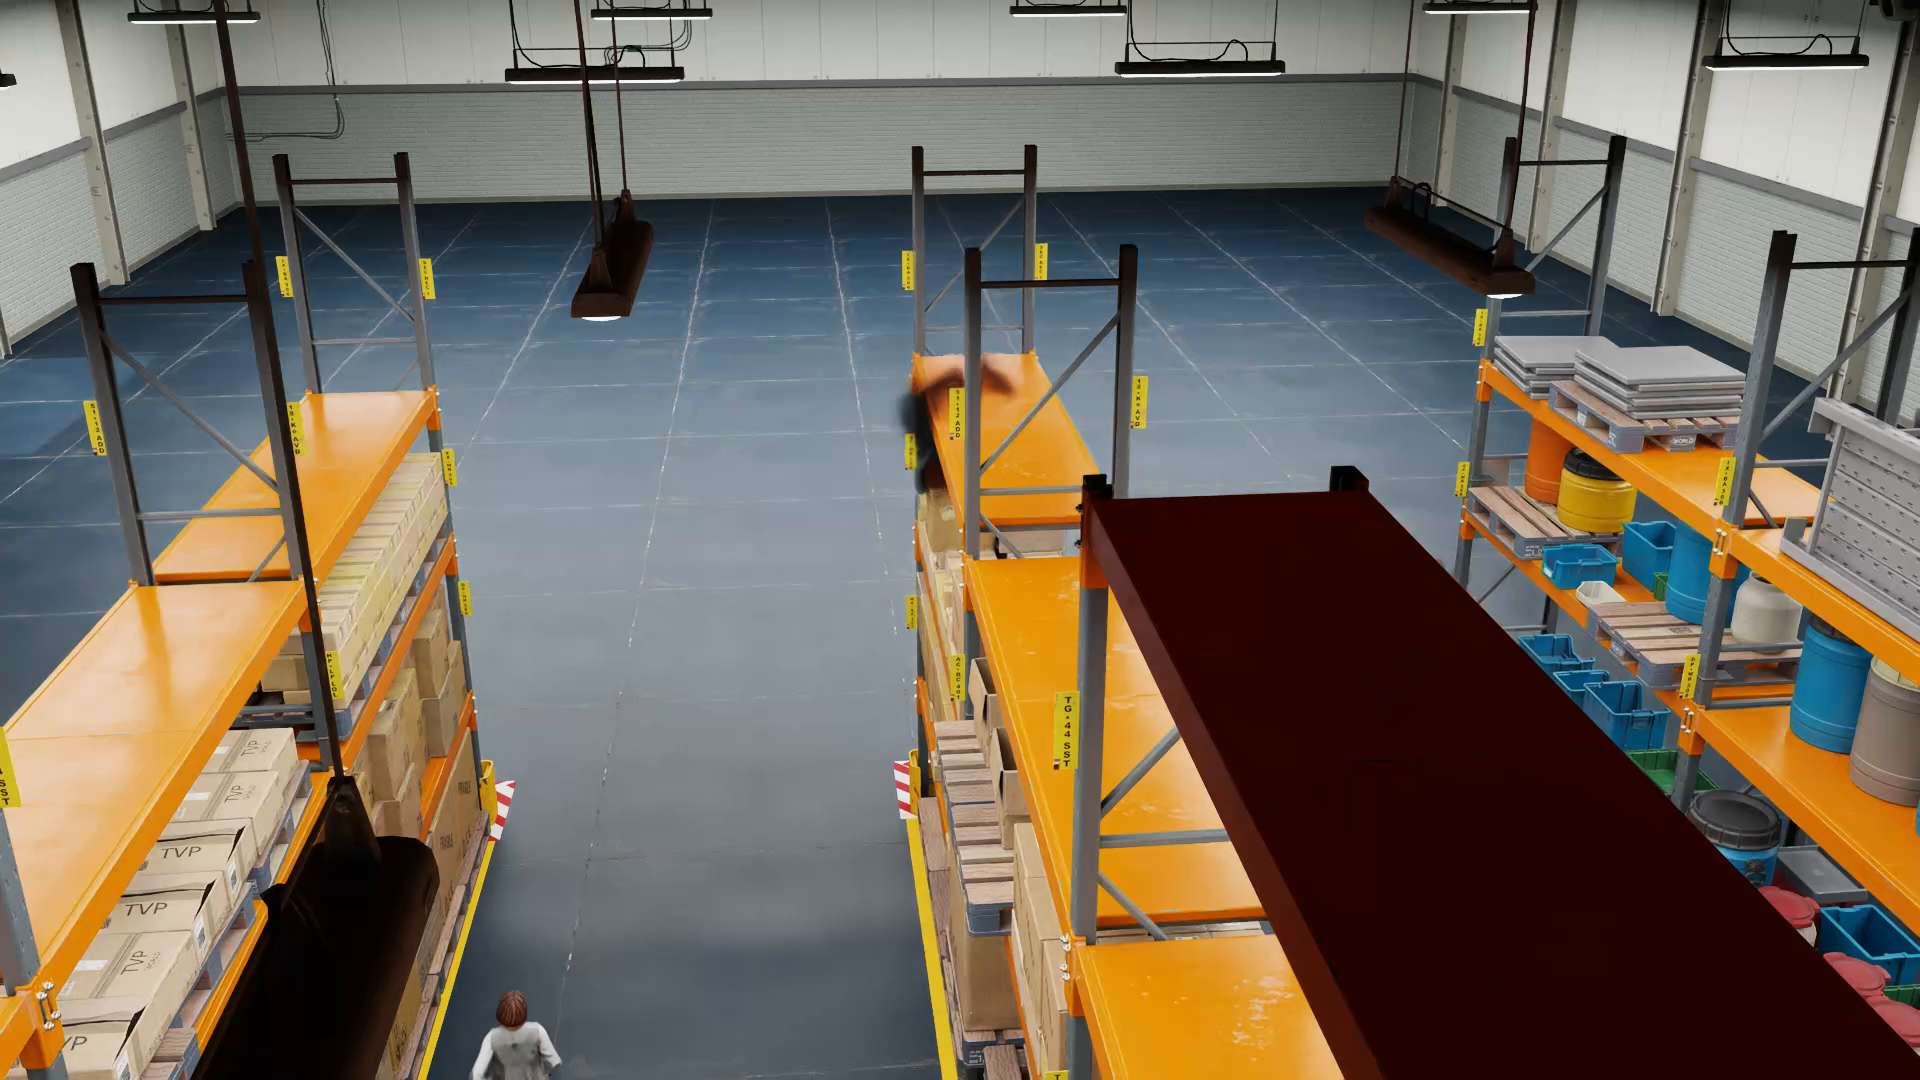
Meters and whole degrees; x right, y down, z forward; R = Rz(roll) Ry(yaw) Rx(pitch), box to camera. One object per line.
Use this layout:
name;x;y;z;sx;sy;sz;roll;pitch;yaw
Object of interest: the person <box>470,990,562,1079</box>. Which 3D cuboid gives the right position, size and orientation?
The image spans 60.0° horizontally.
person;-2.776;3.554;10.524;0.546;1.589;0.813;-3;22;-8
